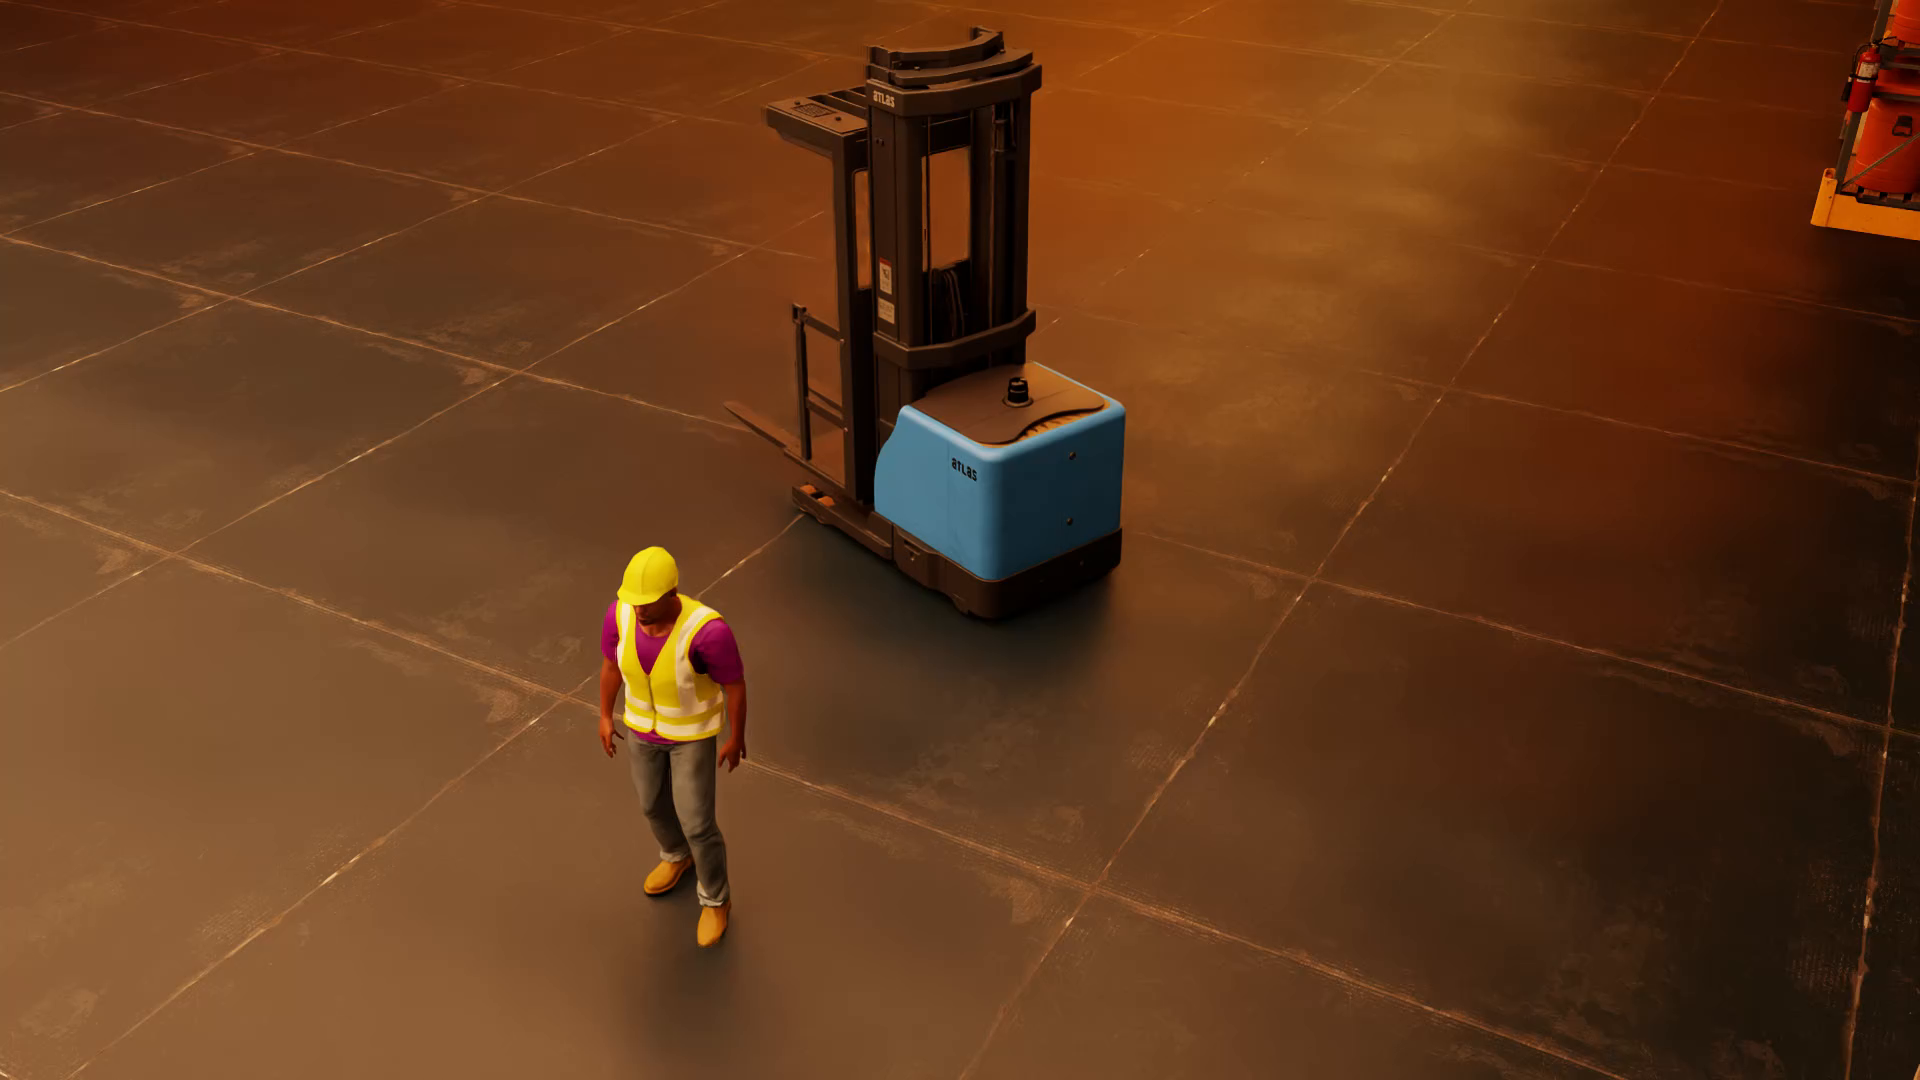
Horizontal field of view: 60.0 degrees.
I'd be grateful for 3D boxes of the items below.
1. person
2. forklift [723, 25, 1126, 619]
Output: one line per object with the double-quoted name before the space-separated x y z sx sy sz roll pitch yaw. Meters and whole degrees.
"person" -1.215 0.812 6.871 0.653 1.779 0.499 12 32 20
"forklift" -0.382 -1.507 9.682 1.130 2.935 3.031 -22 37 -33
